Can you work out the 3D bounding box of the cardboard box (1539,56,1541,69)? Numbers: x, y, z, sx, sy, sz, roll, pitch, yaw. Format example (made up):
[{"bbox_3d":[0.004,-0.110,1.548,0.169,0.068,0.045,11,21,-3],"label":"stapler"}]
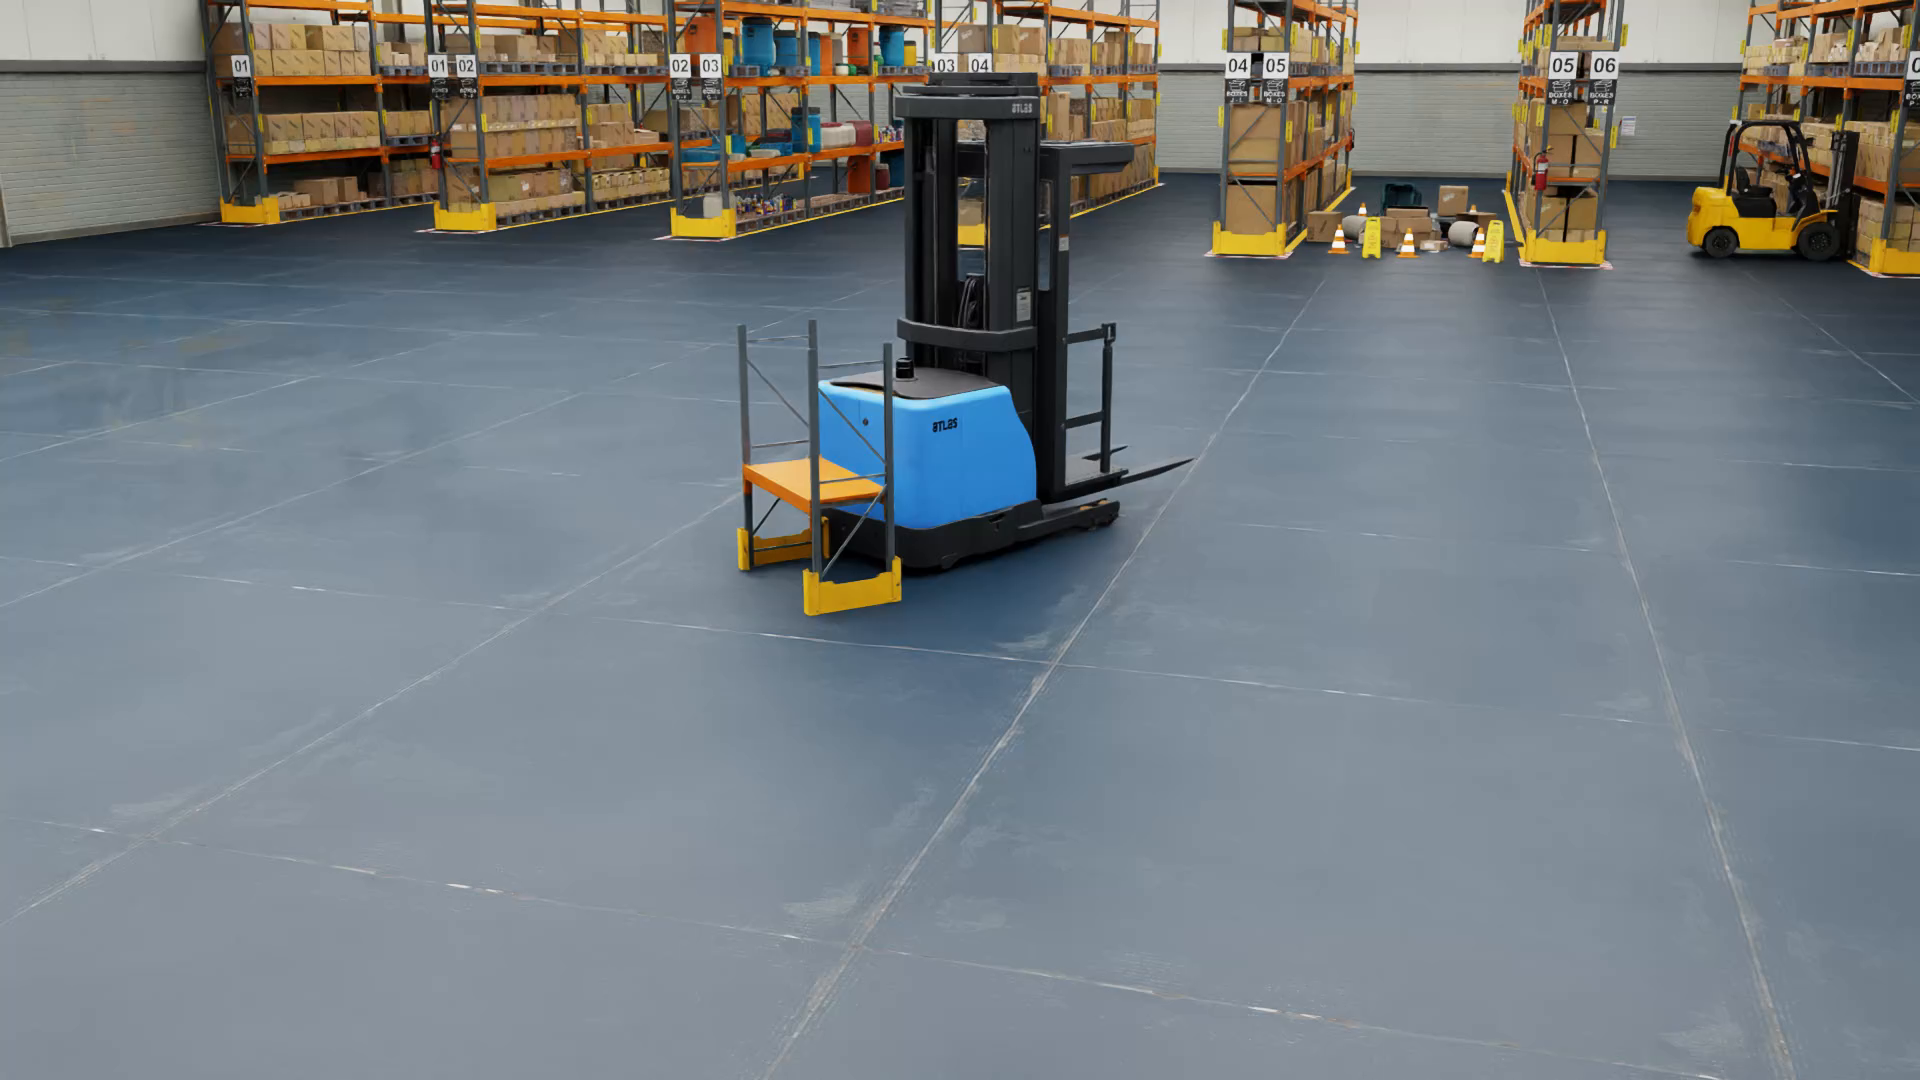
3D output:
[{"bbox_3d":[10.182,-8.180,28.404,0.500,0.250,0.500,4,16,15],"label":"cardboard box"}]

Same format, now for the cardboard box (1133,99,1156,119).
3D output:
[{"bbox_3d":[4.730,-11.087,42.777,0.500,0.500,0.500,5,17,17],"label":"cardboard box"}]

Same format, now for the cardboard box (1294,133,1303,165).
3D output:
[{"bbox_3d":[5.705,-7.082,30.026,0.875,0.550,0.550,5,16,16],"label":"cardboard box"}]

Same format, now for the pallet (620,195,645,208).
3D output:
[{"bbox_3d":[-7.774,-7.608,37.264,1.003,0.211,1.213,5,16,16],"label":"pallet"}]

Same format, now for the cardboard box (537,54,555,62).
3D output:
[{"bbox_3d":[-8.371,-9.688,33.426,0.380,0.149,0.250,5,16,16],"label":"cardboard box"}]

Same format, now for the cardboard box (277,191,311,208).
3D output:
[{"bbox_3d":[-13.733,-7.011,34.172,0.500,0.311,0.500,6,17,20],"label":"cardboard box"}]

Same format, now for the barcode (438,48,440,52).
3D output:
[{"bbox_3d":[-9.804,-9.225,31.297,0.001,0.075,0.075,5,16,16],"label":"barcode"}]

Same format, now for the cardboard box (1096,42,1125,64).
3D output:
[{"bbox_3d":[3.645,-11.708,39.976,0.700,0.500,0.500,4,16,13],"label":"cardboard box"}]

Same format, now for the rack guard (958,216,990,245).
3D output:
[{"bbox_3d":[0.091,-5.435,29.074,1.175,0.500,0.348,5,16,16],"label":"rack guard"}]

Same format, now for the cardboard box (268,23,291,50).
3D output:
[{"bbox_3d":[-13.644,-9.961,32.901,0.500,0.500,0.500,4,16,15],"label":"cardboard box"}]

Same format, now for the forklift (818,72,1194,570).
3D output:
[{"bbox_3d":[0.428,-1.559,10.953,1.130,2.935,3.031,15,21,42],"label":"forklift"}]

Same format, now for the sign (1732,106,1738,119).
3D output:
[{"bbox_3d":[18.358,-10.110,39.388,0.100,0.325,0.005,5,16,16],"label":"sign"}]

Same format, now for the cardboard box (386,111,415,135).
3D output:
[{"bbox_3d":[-12.698,-9.352,37.315,0.700,0.500,0.500,6,17,22],"label":"cardboard box"}]

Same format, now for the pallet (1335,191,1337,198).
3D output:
[{"bbox_3d":[8.363,-8.183,39.292,1.003,0.211,1.213,5,16,16],"label":"pallet"}]

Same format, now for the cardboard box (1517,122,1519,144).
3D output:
[{"bbox_3d":[13.009,-9.313,37.982,0.500,0.500,0.500,4,16,15],"label":"cardboard box"}]

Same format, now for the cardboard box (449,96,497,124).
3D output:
[{"bbox_3d":[-9.267,-8.194,31.660,0.700,0.500,0.500,5,16,16],"label":"cardboard box"}]

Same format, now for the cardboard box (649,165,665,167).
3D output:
[{"bbox_3d":[-7.113,-8.752,39.962,0.500,0.500,0.500,5,17,18],"label":"cardboard box"}]

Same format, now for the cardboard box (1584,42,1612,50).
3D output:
[{"bbox_3d":[9.868,-7.632,25.742,0.380,0.149,0.250,5,16,15],"label":"cardboard box"}]

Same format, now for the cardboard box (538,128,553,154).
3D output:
[{"bbox_3d":[-8.701,-8.095,33.690,0.700,0.500,0.500,5,17,17],"label":"cardboard box"}]

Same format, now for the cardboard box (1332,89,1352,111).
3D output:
[{"bbox_3d":[9.452,-10.926,41.291,0.500,0.500,0.500,4,16,15],"label":"cardboard box"}]

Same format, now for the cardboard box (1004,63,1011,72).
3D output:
[{"bbox_3d":[0.595,-8.230,29.125,0.500,0.250,0.500,4,16,15],"label":"cardboard box"}]

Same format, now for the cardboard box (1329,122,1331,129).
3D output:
[{"bbox_3d":[8.062,-9.245,37.073,0.380,0.149,0.250,4,16,14],"label":"cardboard box"}]

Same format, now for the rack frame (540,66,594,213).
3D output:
[{"bbox_3d":[-8.291,-8.433,35.064,1.000,3.000,0.127,5,16,16],"label":"rack frame"}]

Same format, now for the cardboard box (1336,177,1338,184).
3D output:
[{"bbox_3d":[8.616,-8.390,38.820,0.380,0.149,0.250,5,17,18],"label":"cardboard box"}]

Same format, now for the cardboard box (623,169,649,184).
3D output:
[{"bbox_3d":[-7.354,-8.204,37.499,0.500,0.311,0.500,5,16,16],"label":"cardboard box"}]

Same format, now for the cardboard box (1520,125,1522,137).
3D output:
[{"bbox_3d":[12.154,-8.663,35.232,0.500,0.250,0.500,4,16,14],"label":"cardboard box"}]

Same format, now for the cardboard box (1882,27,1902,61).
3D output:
[{"bbox_3d":[14.610,-7.601,25.498,0.700,0.500,0.500,5,17,16],"label":"cardboard box"}]

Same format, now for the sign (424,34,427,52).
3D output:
[{"bbox_3d":[-9.944,-9.263,31.017,0.100,0.325,0.005,5,16,16],"label":"sign"}]

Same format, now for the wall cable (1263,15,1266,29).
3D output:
[{"bbox_3d":[9.528,-16.449,46.437,2.277,5.999,0.120,5,16,16],"label":"wall cable"}]

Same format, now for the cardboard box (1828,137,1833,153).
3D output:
[{"bbox_3d":[15.362,-6.828,28.765,0.500,0.250,0.500,4,16,15],"label":"cardboard box"}]

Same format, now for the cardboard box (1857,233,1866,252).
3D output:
[{"bbox_3d":[14.312,-4.621,25.894,0.500,0.250,0.500,5,16,16],"label":"cardboard box"}]

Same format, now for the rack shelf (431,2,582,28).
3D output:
[{"bbox_3d":[-8.859,-10.258,32.554,1.077,0.370,4.000,5,16,16],"label":"rack shelf"}]

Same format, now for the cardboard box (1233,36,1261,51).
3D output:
[{"bbox_3d":[4.668,-8.120,27.241,0.500,0.250,0.500,5,17,17],"label":"cardboard box"}]

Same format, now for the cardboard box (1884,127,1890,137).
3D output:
[{"bbox_3d":[14.320,-6.216,25.330,0.380,0.149,0.250,5,17,17],"label":"cardboard box"}]

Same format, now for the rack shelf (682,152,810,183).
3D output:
[{"bbox_3d":[-4.111,-7.179,31.960,1.077,0.370,4.000,5,16,16],"label":"rack shelf"}]

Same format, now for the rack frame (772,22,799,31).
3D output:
[{"bbox_3d":[-4.880,-14.459,45.314,1.000,3.000,0.127,5,16,16],"label":"rack frame"}]

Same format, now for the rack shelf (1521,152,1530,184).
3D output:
[{"bbox_3d":[11.276,-7.073,31.586,1.077,0.370,4.000,5,16,16],"label":"rack shelf"}]

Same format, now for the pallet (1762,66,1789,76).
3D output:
[{"bbox_3d":[17.489,-9.792,34.703,1.213,0.211,1.003,5,16,16],"label":"pallet"}]

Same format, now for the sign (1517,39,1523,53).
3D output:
[{"bbox_3d":[13.588,-11.981,40.330,0.100,0.325,0.005,5,16,16],"label":"sign"}]

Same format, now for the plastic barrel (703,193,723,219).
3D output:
[{"bbox_3d":[-4.565,-6.185,30.927,0.421,0.512,0.421,0,16,0],"label":"plastic barrel"}]

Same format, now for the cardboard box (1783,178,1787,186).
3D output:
[{"bbox_3d":[16.550,-7.092,32.959,0.380,0.149,0.250,4,16,13],"label":"cardboard box"}]

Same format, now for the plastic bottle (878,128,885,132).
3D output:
[{"bbox_3d":[-1.883,-9.736,39.884,0.152,0.276,0.135,5,16,16],"label":"plastic bottle"}]

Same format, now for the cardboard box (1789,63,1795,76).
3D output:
[{"bbox_3d":[16.802,-9.345,33.055,0.500,0.250,0.500,5,16,16],"label":"cardboard box"}]

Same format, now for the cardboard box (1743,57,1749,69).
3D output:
[{"bbox_3d":[18.490,-11.070,38.594,0.500,0.250,0.500,4,16,15],"label":"cardboard box"}]

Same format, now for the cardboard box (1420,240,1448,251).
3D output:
[{"bbox_3d":[8.007,-4.977,28.103,0.250,0.149,0.380,-15,21,-41],"label":"cardboard box"}]

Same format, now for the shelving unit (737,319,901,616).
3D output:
[{"bbox_3d":[-0.849,-0.462,9.708,0.587,1.500,1.083,-9,18,-28],"label":"shelving unit"}]

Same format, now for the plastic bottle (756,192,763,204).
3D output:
[{"bbox_3d":[-4.031,-6.795,33.338,0.144,0.351,0.185,5,16,16],"label":"plastic bottle"}]

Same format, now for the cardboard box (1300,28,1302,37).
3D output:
[{"bbox_3d":[5.559,-8.557,28.052,0.380,0.149,0.250,4,16,15],"label":"cardboard box"}]

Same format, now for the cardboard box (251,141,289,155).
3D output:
[{"bbox_3d":[-13.735,-7.810,33.107,0.500,0.250,0.500,4,16,14],"label":"cardboard box"}]

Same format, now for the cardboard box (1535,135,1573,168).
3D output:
[{"bbox_3d":[9.461,-6.204,26.475,0.500,0.500,0.500,4,16,15],"label":"cardboard box"}]

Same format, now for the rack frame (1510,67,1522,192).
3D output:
[{"bbox_3d":[14.118,-10.035,40.712,1.000,3.000,0.127,5,16,16],"label":"rack frame"}]

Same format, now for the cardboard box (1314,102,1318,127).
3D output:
[{"bbox_3d":[6.933,-8.712,34.031,0.700,0.500,0.500,5,16,16],"label":"cardboard box"}]

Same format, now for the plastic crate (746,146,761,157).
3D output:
[{"bbox_3d":[-4.199,-7.613,32.561,0.450,0.188,0.662,5,16,16],"label":"plastic crate"}]

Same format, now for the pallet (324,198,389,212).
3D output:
[{"bbox_3d":[-13.198,-7.296,36.167,1.003,0.211,1.213,5,16,16],"label":"pallet"}]
